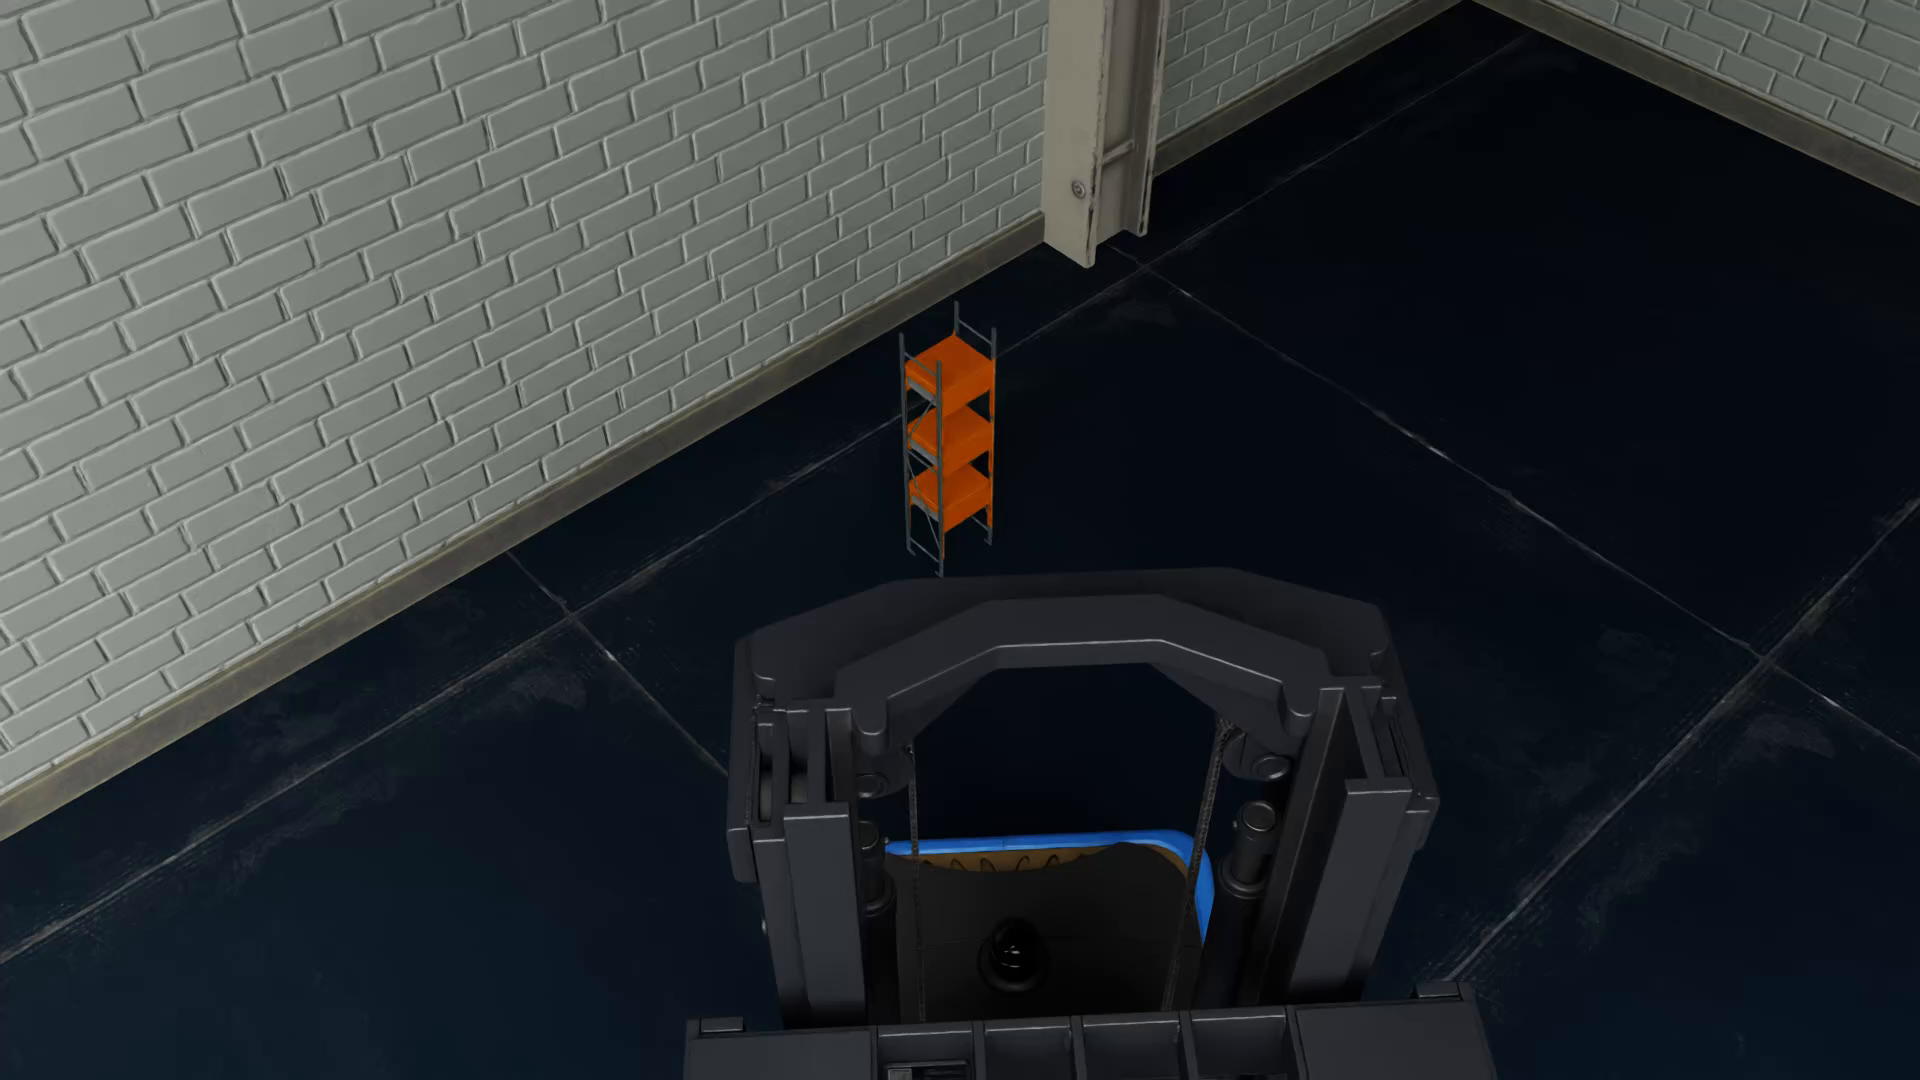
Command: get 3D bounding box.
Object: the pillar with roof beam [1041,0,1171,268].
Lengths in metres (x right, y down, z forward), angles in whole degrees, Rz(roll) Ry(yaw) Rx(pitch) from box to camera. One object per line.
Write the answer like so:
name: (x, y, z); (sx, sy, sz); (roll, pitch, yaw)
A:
pillar with roof beam: (3.500, -2.092, 2.057); (0.400, 9.000, 9.100); (-34, 56, -27)

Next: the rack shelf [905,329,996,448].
rack shelf: (-0.040, -0.515, 5.639); (0.240, 0.259, 0.215); (-34, 56, -27)

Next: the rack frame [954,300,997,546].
rack frame: (0.051, -0.390, 5.895); (0.008, 1.050, 0.200); (-34, 56, -27)

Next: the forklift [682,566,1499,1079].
forklift: (0.184, 1.551, 2.824); (1.130, 2.935, 3.031); (-2, 47, -2)

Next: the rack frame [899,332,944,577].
rack frame: (-0.130, -0.269, 5.784); (0.008, 1.050, 0.200); (-34, 56, -27)

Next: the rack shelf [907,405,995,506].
rack shelf: (-0.040, -0.322, 5.848); (0.240, 0.259, 0.215); (-34, 56, -27)

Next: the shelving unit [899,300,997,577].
shelving unit: (-0.040, -0.330, 5.840); (0.252, 1.050, 0.215); (-34, 56, -27)

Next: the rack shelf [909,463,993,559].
rack shelf: (-0.040, -0.134, 6.052); (0.240, 0.259, 0.215); (-34, 56, -27)
